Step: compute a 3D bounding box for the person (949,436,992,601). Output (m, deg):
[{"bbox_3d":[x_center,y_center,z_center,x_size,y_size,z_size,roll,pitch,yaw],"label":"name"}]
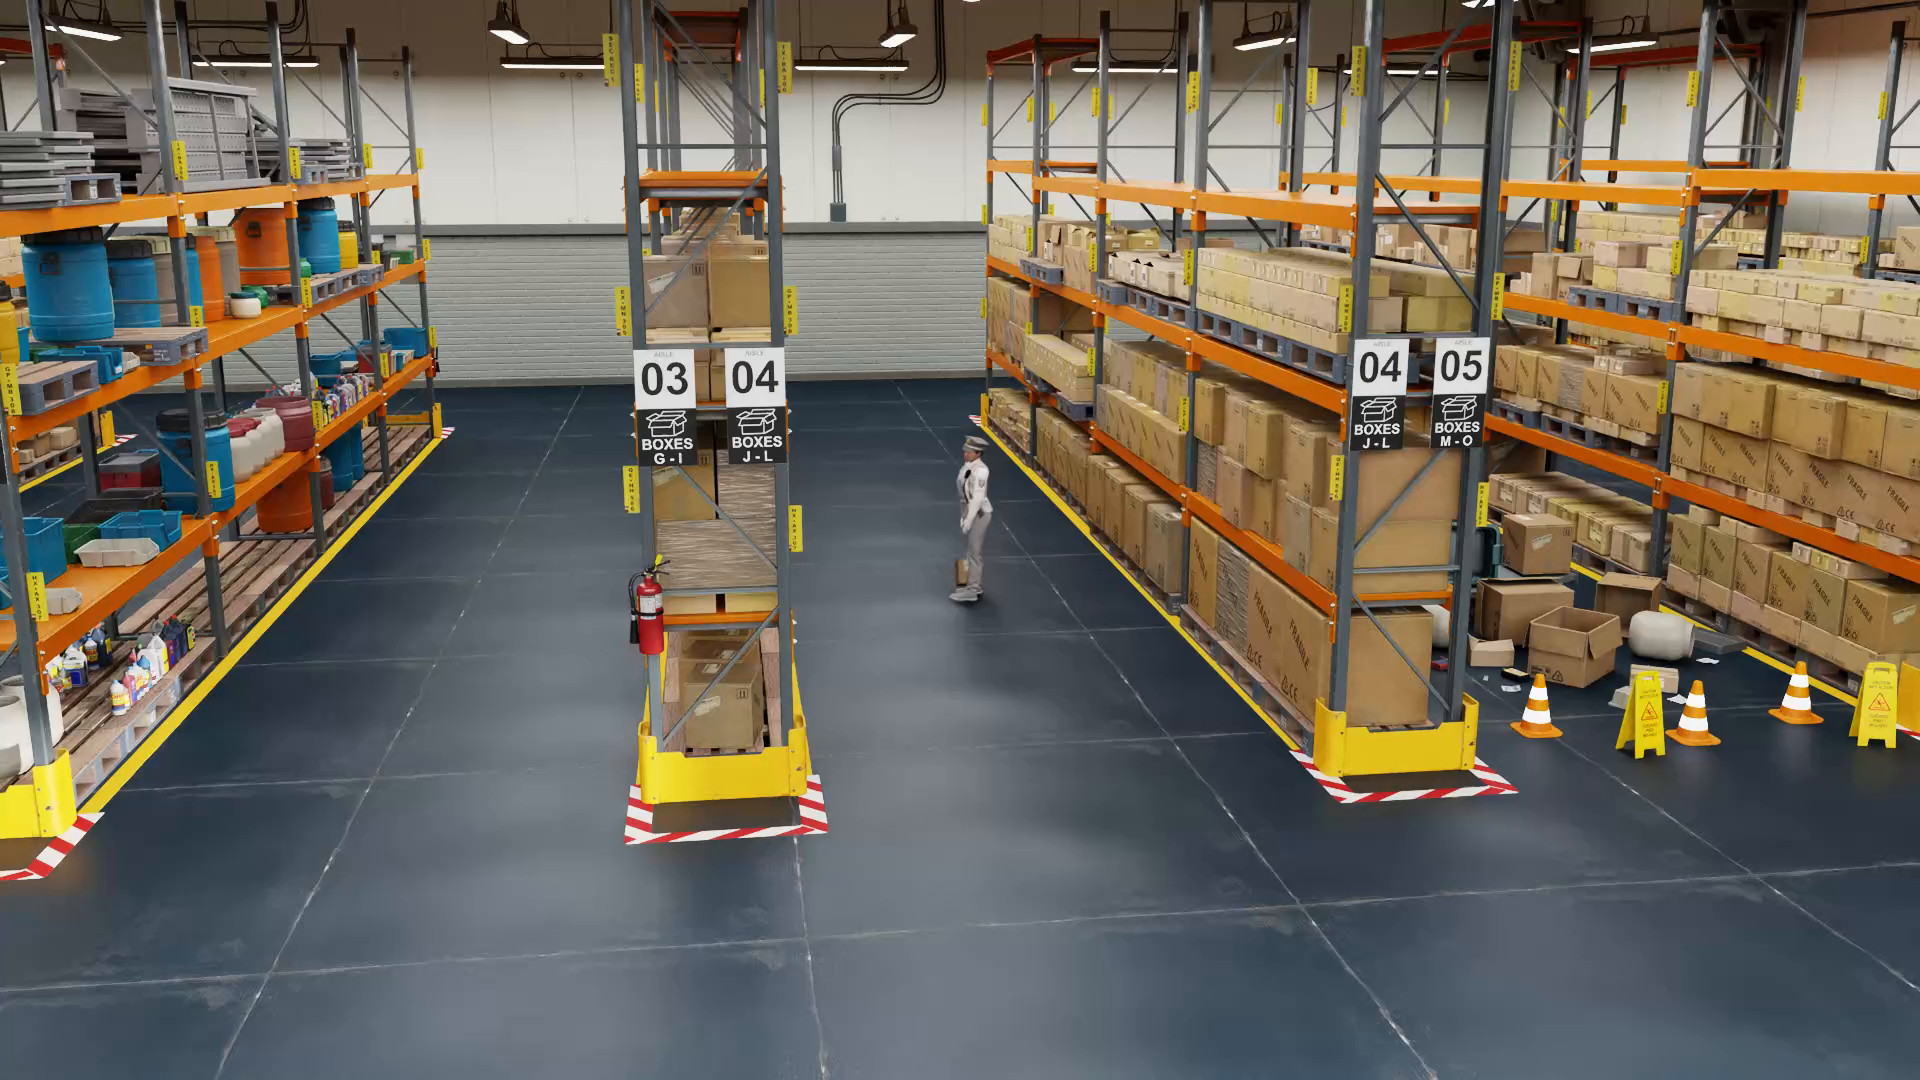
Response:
[{"bbox_3d":[0.079,-0.220,16.784,0.451,1.689,0.515,-4,14,-17],"label":"person"}]
